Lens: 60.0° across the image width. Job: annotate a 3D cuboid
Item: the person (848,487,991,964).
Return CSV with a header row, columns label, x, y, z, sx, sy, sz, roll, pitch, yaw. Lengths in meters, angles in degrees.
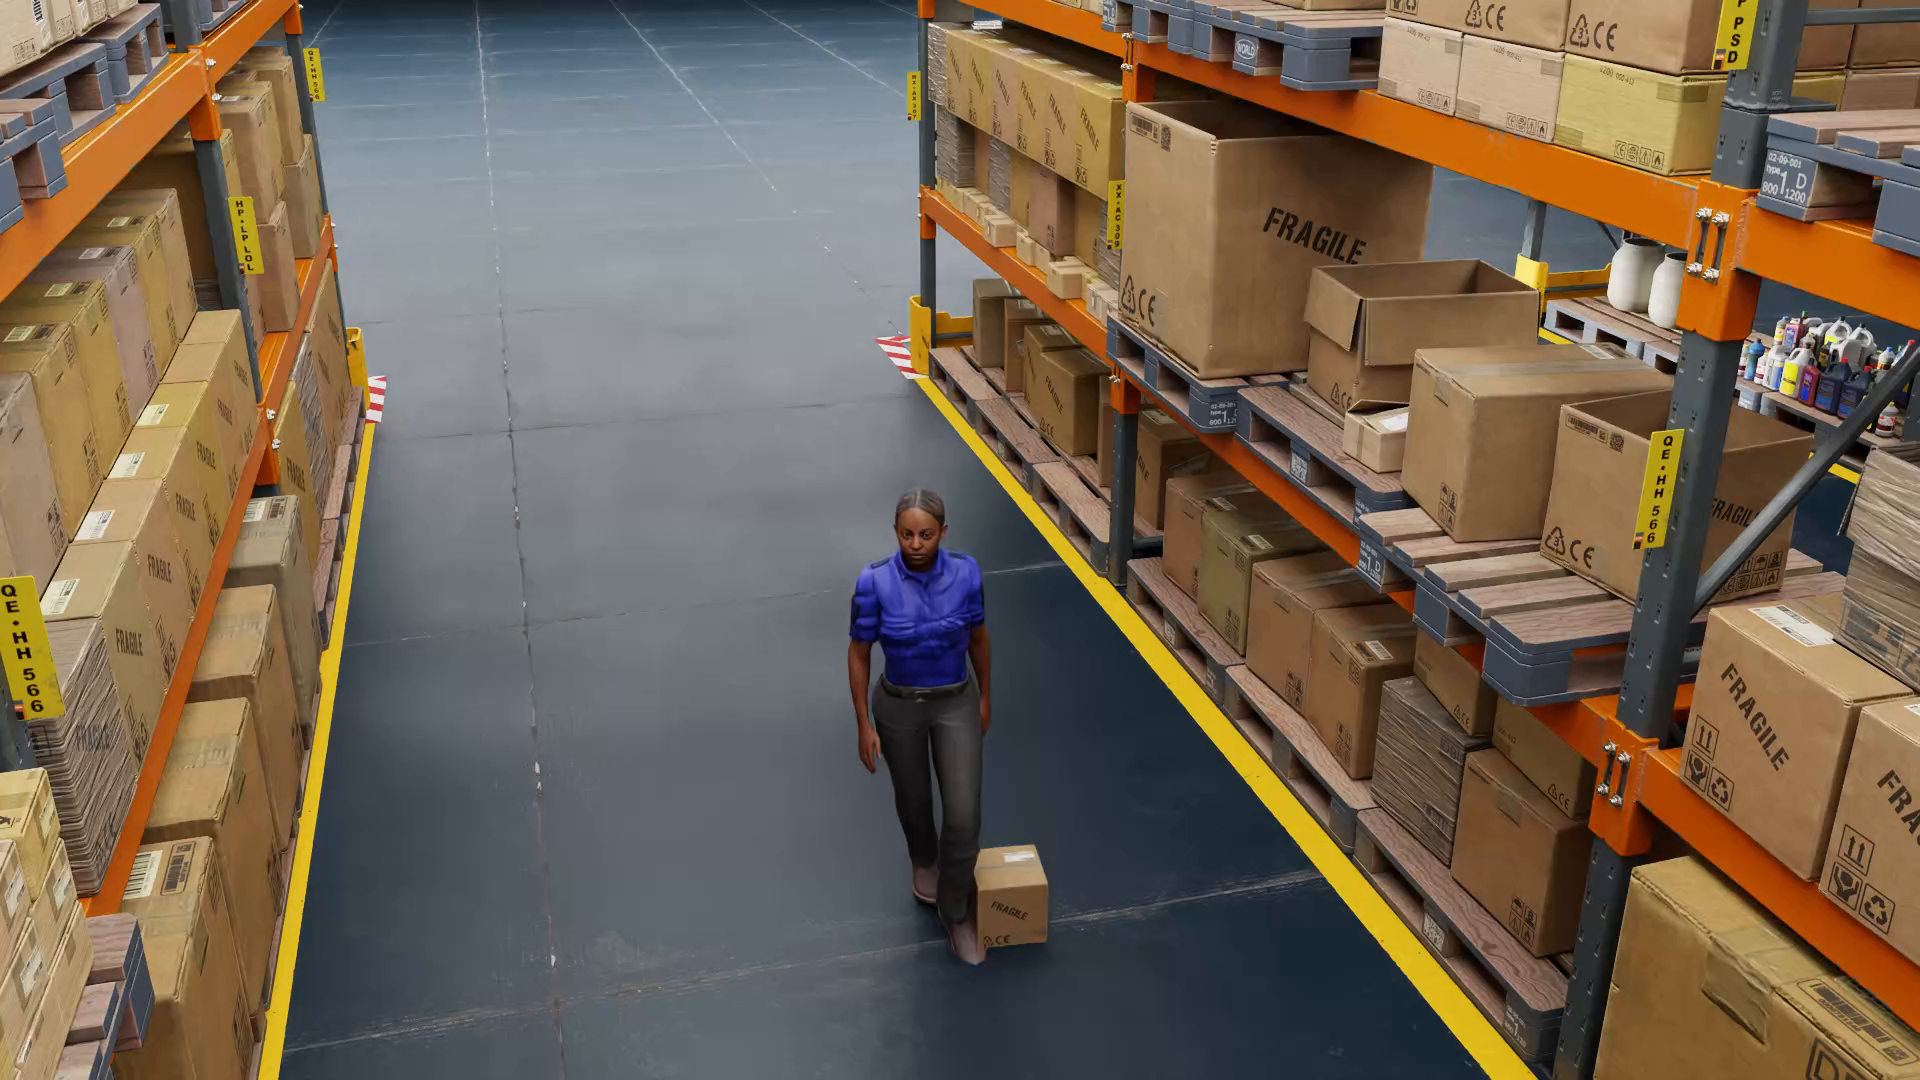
label,x,y,z,sx,sy,sz,roll,pitch,yaw
person,-0.132,0.615,5.704,0.494,1.706,0.609,-2,23,-5
